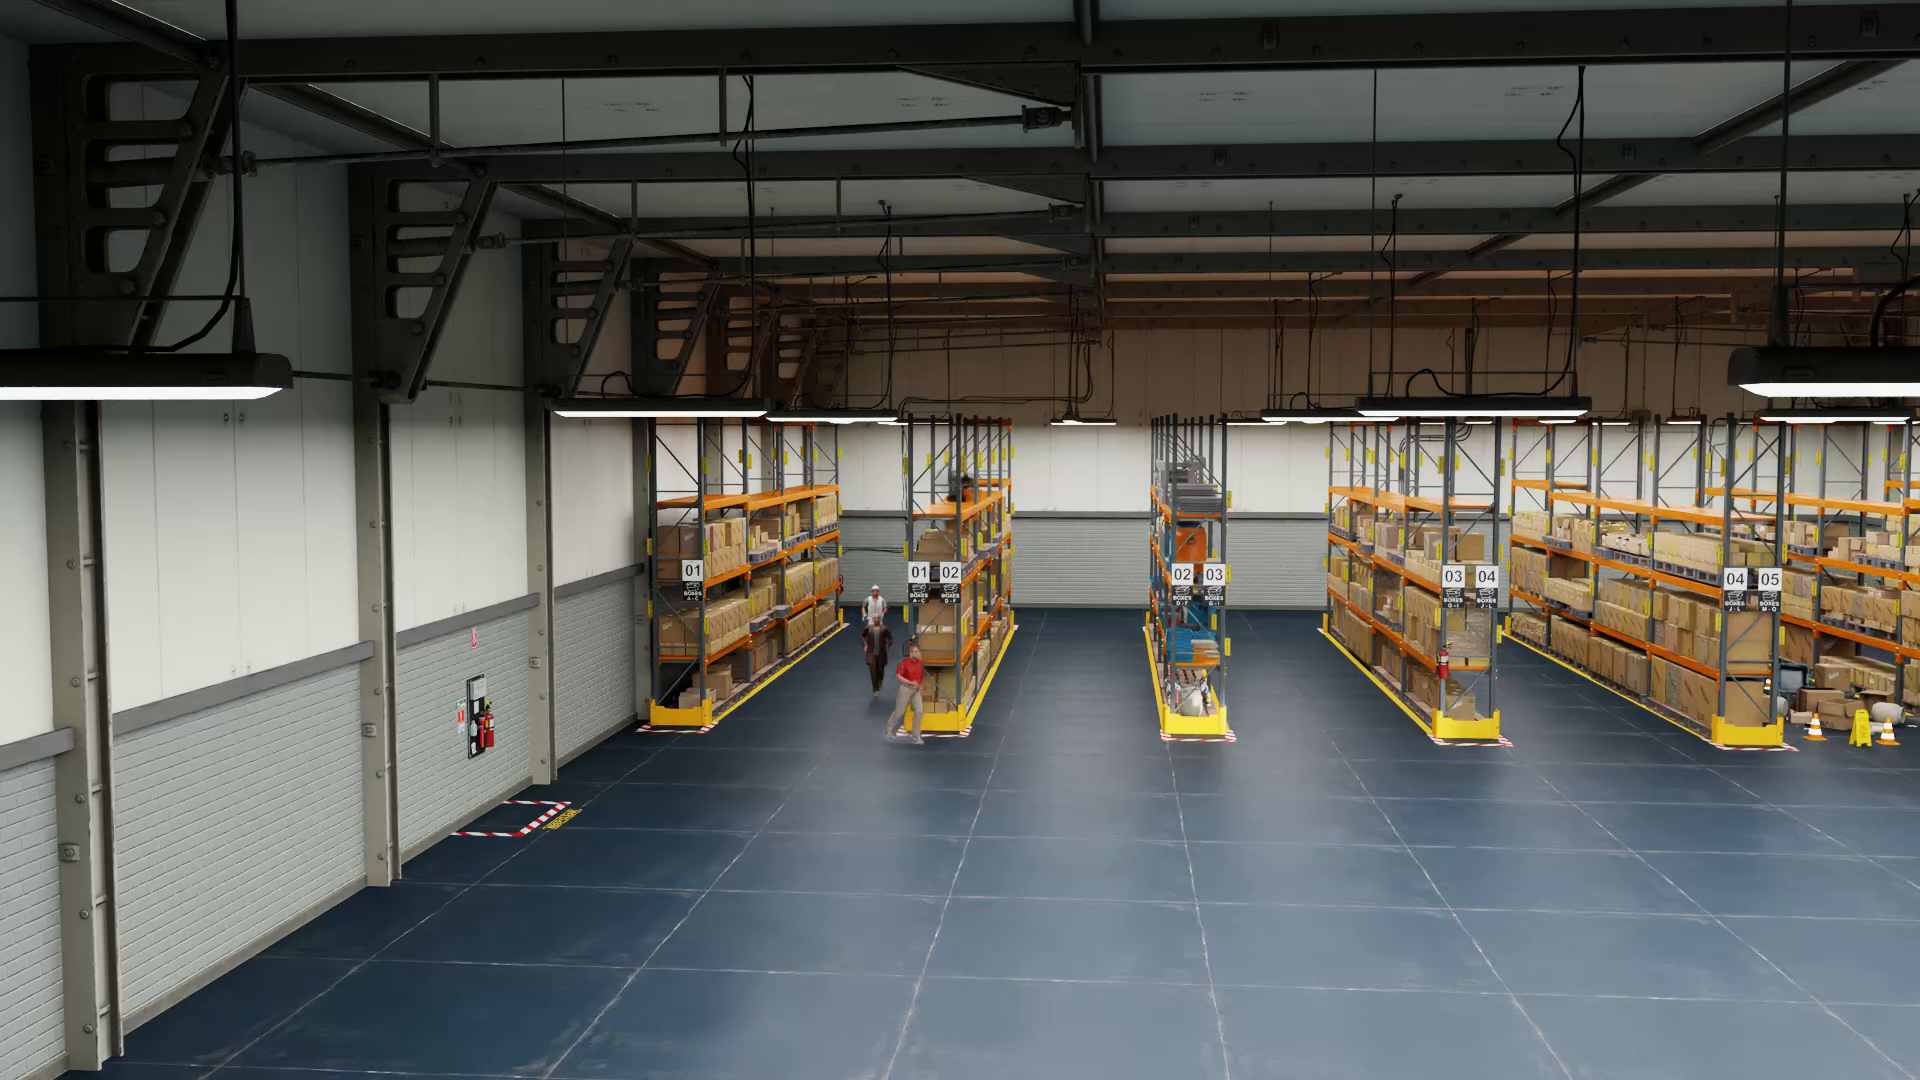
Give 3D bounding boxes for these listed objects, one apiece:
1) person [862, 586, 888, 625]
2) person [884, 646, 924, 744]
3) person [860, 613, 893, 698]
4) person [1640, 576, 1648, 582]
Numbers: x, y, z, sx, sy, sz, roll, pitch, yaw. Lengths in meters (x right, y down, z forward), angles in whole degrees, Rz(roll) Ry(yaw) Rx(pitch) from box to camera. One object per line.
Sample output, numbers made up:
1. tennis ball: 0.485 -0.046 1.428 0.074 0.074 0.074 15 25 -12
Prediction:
1. person: -2.140 2.028 42.008 0.656 1.738 0.558 -1 4 -8
2. person: -0.911 2.828 30.426 0.716 1.789 0.828 -4 5 -44
3. person: -1.792 2.445 35.582 0.711 1.769 0.900 0 4 -2
4. person: 19.440 1.734 47.127 0.666 1.671 0.595 0 4 7
